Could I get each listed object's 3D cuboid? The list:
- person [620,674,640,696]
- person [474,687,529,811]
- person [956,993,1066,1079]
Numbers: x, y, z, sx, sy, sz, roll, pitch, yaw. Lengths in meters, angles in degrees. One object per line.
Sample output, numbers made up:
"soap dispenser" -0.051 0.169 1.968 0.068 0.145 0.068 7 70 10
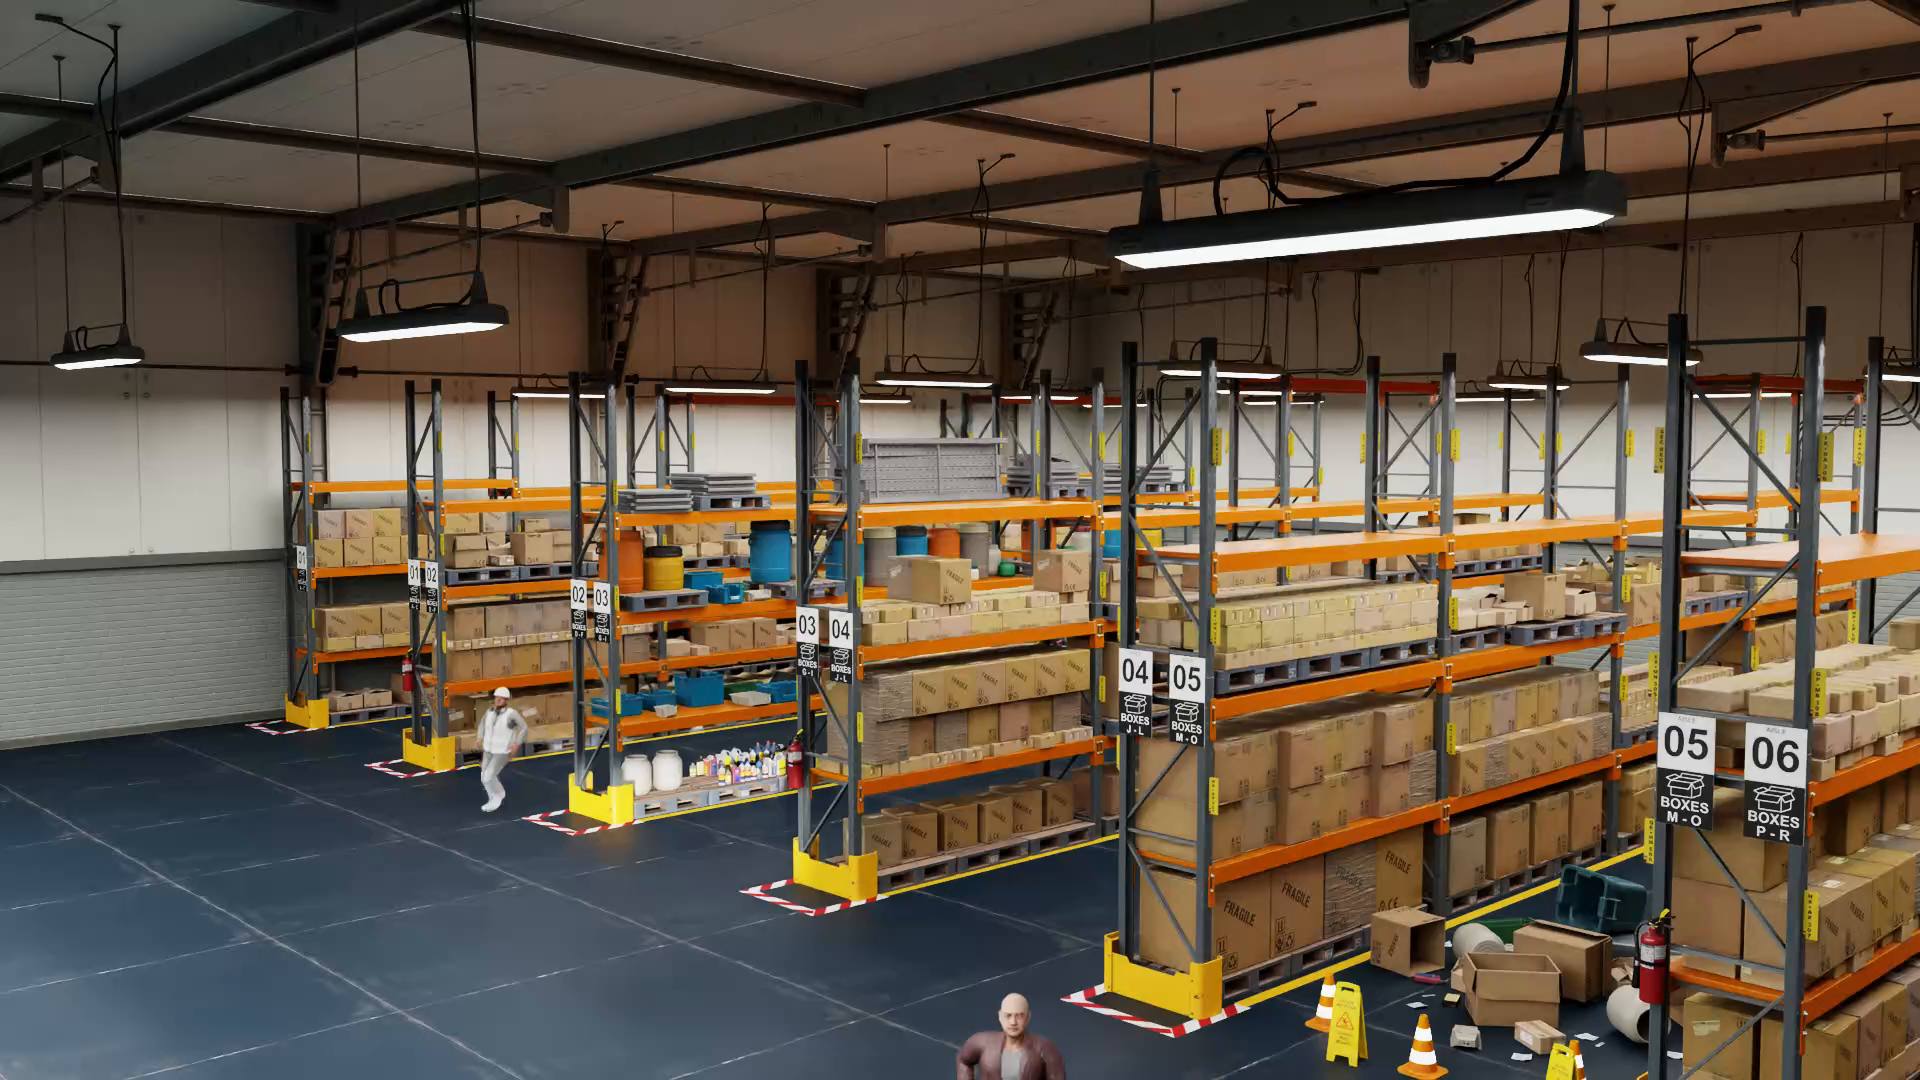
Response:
"person" -6.030 2.369 30.417 0.964 1.762 0.671 -3 5 -39
"person" -6.303 2.856 22.637 0.671 1.720 0.584 2 4 25
"person" 0.311 3.643 9.999 0.674 1.843 0.820 0 4 0
